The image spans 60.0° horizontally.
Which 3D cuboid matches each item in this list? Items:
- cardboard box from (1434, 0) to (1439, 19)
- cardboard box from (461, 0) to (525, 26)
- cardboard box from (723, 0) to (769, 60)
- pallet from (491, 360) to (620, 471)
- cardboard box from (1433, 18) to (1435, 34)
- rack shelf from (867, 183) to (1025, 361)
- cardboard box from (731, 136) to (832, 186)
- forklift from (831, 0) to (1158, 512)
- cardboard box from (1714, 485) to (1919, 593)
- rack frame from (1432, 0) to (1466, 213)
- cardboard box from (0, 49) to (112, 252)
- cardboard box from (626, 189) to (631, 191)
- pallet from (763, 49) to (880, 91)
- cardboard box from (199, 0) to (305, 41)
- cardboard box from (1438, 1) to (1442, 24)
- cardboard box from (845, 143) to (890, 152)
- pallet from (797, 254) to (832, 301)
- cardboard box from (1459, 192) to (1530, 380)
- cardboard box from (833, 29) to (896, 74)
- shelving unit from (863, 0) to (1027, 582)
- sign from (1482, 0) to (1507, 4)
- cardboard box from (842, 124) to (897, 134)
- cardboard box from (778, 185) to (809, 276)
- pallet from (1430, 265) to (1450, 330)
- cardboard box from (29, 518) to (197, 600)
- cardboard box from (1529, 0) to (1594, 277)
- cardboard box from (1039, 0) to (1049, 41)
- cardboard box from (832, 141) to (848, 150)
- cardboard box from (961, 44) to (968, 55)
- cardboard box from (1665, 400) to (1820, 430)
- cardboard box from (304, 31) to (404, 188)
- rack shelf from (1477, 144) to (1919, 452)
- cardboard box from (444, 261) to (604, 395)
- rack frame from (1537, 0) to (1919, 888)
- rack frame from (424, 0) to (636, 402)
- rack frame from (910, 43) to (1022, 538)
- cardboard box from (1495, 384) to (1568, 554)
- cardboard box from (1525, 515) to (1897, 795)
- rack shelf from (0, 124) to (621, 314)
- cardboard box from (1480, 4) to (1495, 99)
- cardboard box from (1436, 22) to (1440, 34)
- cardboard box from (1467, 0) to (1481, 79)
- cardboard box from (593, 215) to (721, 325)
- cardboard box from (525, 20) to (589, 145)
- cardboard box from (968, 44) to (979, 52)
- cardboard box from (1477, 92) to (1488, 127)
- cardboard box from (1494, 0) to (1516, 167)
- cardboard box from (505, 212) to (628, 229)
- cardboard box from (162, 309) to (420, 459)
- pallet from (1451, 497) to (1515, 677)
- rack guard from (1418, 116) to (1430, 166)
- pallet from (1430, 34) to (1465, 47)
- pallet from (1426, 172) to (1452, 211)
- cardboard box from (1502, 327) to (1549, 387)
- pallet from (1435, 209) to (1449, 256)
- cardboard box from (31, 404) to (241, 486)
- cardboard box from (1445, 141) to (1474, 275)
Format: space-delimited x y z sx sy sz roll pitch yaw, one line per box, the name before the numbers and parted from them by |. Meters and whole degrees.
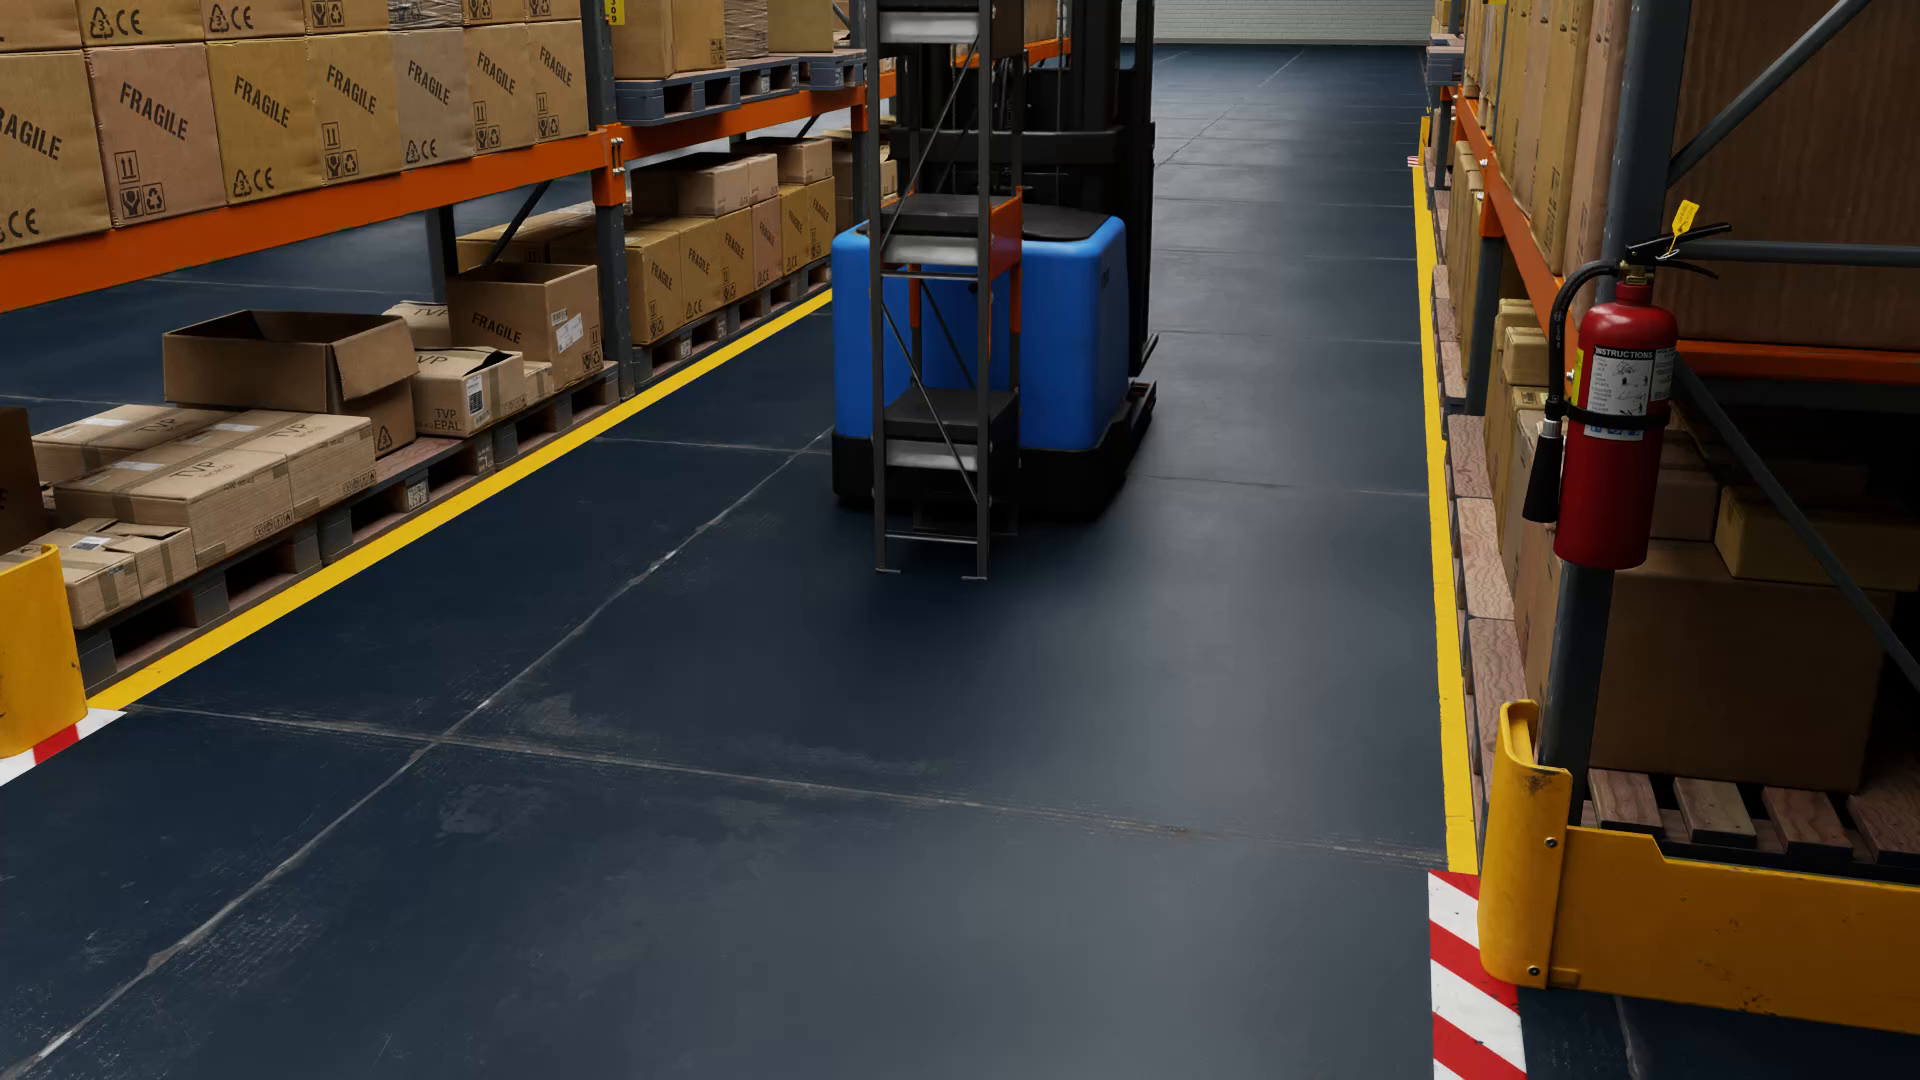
cardboard box | 4.949 -5.378 16.333 0.500 0.500 0.500 4 19 12
cardboard box | -2.112 -2.336 6.684 0.500 0.500 0.500 4 19 12
cardboard box | -1.592 -3.177 10.043 0.700 0.500 0.500 9 21 24
pallet | -2.285 -0.620 7.677 1.003 0.211 1.213 5 19 13
cardboard box | 5.080 -5.173 16.893 0.500 0.250 0.500 4 19 12
rack shelf | -0.040 -0.929 5.701 0.431 0.518 0.480 5 19 13
cardboard box | -1.150 -2.459 10.773 0.500 0.250 0.500 5 20 15
forklift | 0.320 -1.932 7.308 1.130 2.935 3.031 4 19 12
cardboard box | 1.948 -0.006 3.779 0.380 0.149 0.250 5 19 14
rack frame | 4.642 -4.272 14.055 1.000 3.000 0.127 5 19 13
cardboard box | -2.730 -1.067 4.516 0.500 0.500 0.500 5 20 15
cardboard box | -1.778 -1.993 10.567 0.500 0.500 0.500 4 19 13
pallet | -1.237 -3.100 10.919 1.213 0.211 1.003 5 19 13
cardboard box | -2.482 -1.861 5.293 0.500 0.500 0.500 5 19 14
cardboard box | 4.574 -4.895 14.920 0.500 0.500 0.500 5 19 13
cardboard box | -0.606 -2.878 12.709 0.500 0.311 0.500 4 19 12
pallet | -1.358 -1.858 11.301 1.003 0.211 1.213 5 19 13
cardboard box | 2.721 -1.160 7.620 0.750 0.750 0.750 5 19 14
cardboard box | -0.733 -3.632 12.317 0.500 0.311 0.500 4 19 13
shelving unit | -0.040 -0.942 5.696 0.431 2.100 0.503 5 19 13
sign | 2.159 -2.315 6.656 0.100 0.325 0.005 5 19 13
cardboard box | -0.757 -3.397 14.228 0.500 0.311 0.500 4 19 12
cardboard box | -1.267 -1.960 10.472 0.500 0.500 0.500 4 19 11
pallet | 3.399 -1.458 10.129 1.003 0.211 1.213 5 19 13
cardboard box | -2.597 0.049 5.107 0.380 0.166 0.250 5 19 13
cardboard box | 1.992 -1.043 4.136 0.980 0.700 0.700 5 19 13
cardboard box | 0.565 -5.653 17.943 0.700 0.500 0.500 5 20 15
cardboard box | -1.129 -2.919 12.829 0.500 0.311 0.500 4 19 13
cardboard box | -0.240 -4.434 14.760 0.500 0.250 0.500 6 20 17
cardboard box | 2.194 -0.323 4.708 0.380 0.149 0.250 5 19 14
cardboard box | -2.360 -1.543 5.908 0.500 0.500 0.500 5 19 14
rack shelf | 2.199 -0.798 4.995 1.077 0.370 4.000 5 19 13
cardboard box | -1.981 -0.979 7.601 0.500 0.500 0.500 5 19 13
rack frame | 1.711 -0.511 3.044 1.000 3.000 0.127 5 19 13
rack frame | -2.117 -2.155 7.856 1.000 3.000 0.127 5 19 13
rack frame | 0.019 -1.018 5.920 0.400 2.100 0.015 5 19 13
cardboard box | 2.152 -0.237 5.457 0.700 0.500 0.500 5 20 15
cardboard box | 1.785 0.246 4.045 0.700 0.500 0.500 5 19 13
rack shelf | -2.605 -1.188 6.137 1.077 0.370 4.000 5 19 13
cardboard box | 2.671 -2.288 7.599 0.500 0.500 0.500 5 19 14
cardboard box | 4.702 -4.698 15.501 0.500 0.250 0.500 5 19 13
cardboard box | 3.039 -2.765 8.997 0.500 0.500 0.500 5 19 13
cardboard box | -1.643 -1.481 9.069 0.500 0.500 0.500 5 19 14
cardboard box | -1.990 -2.025 7.322 0.500 0.500 0.500 5 19 14
cardboard box | -0.060 -4.849 15.590 0.700 0.500 0.500 4 19 12
cardboard box | 2.649 -2.030 7.848 0.380 0.149 0.250 5 19 13
cardboard box | 2.539 -1.738 6.172 0.980 0.700 0.700 5 19 14
cardboard box | -2.145 -1.512 9.160 0.500 0.500 0.500 5 19 14
cardboard box | -2.571 -0.593 6.463 0.797 0.503 0.637 5 19 13
pallet | 2.130 0.170 5.362 1.003 0.211 1.213 5 19 13
rack guard | 5.601 -4.319 18.060 1.175 0.500 0.348 5 19 13
pallet | 4.315 -3.954 13.419 1.003 0.211 1.213 5 19 13
pallet | 4.772 -3.166 15.130 1.003 0.211 1.213 5 19 13
cardboard box | 2.018 -0.605 5.532 0.380 0.149 0.250 4 19 12
pallet | 4.158 -2.325 12.668 1.003 0.211 1.213 5 19 13
cardboard box | -2.939 -0.294 5.980 0.500 0.250 0.500 5 19 13
cardboard box | 3.358 -1.980 10.020 0.750 0.750 0.750 4 19 13
